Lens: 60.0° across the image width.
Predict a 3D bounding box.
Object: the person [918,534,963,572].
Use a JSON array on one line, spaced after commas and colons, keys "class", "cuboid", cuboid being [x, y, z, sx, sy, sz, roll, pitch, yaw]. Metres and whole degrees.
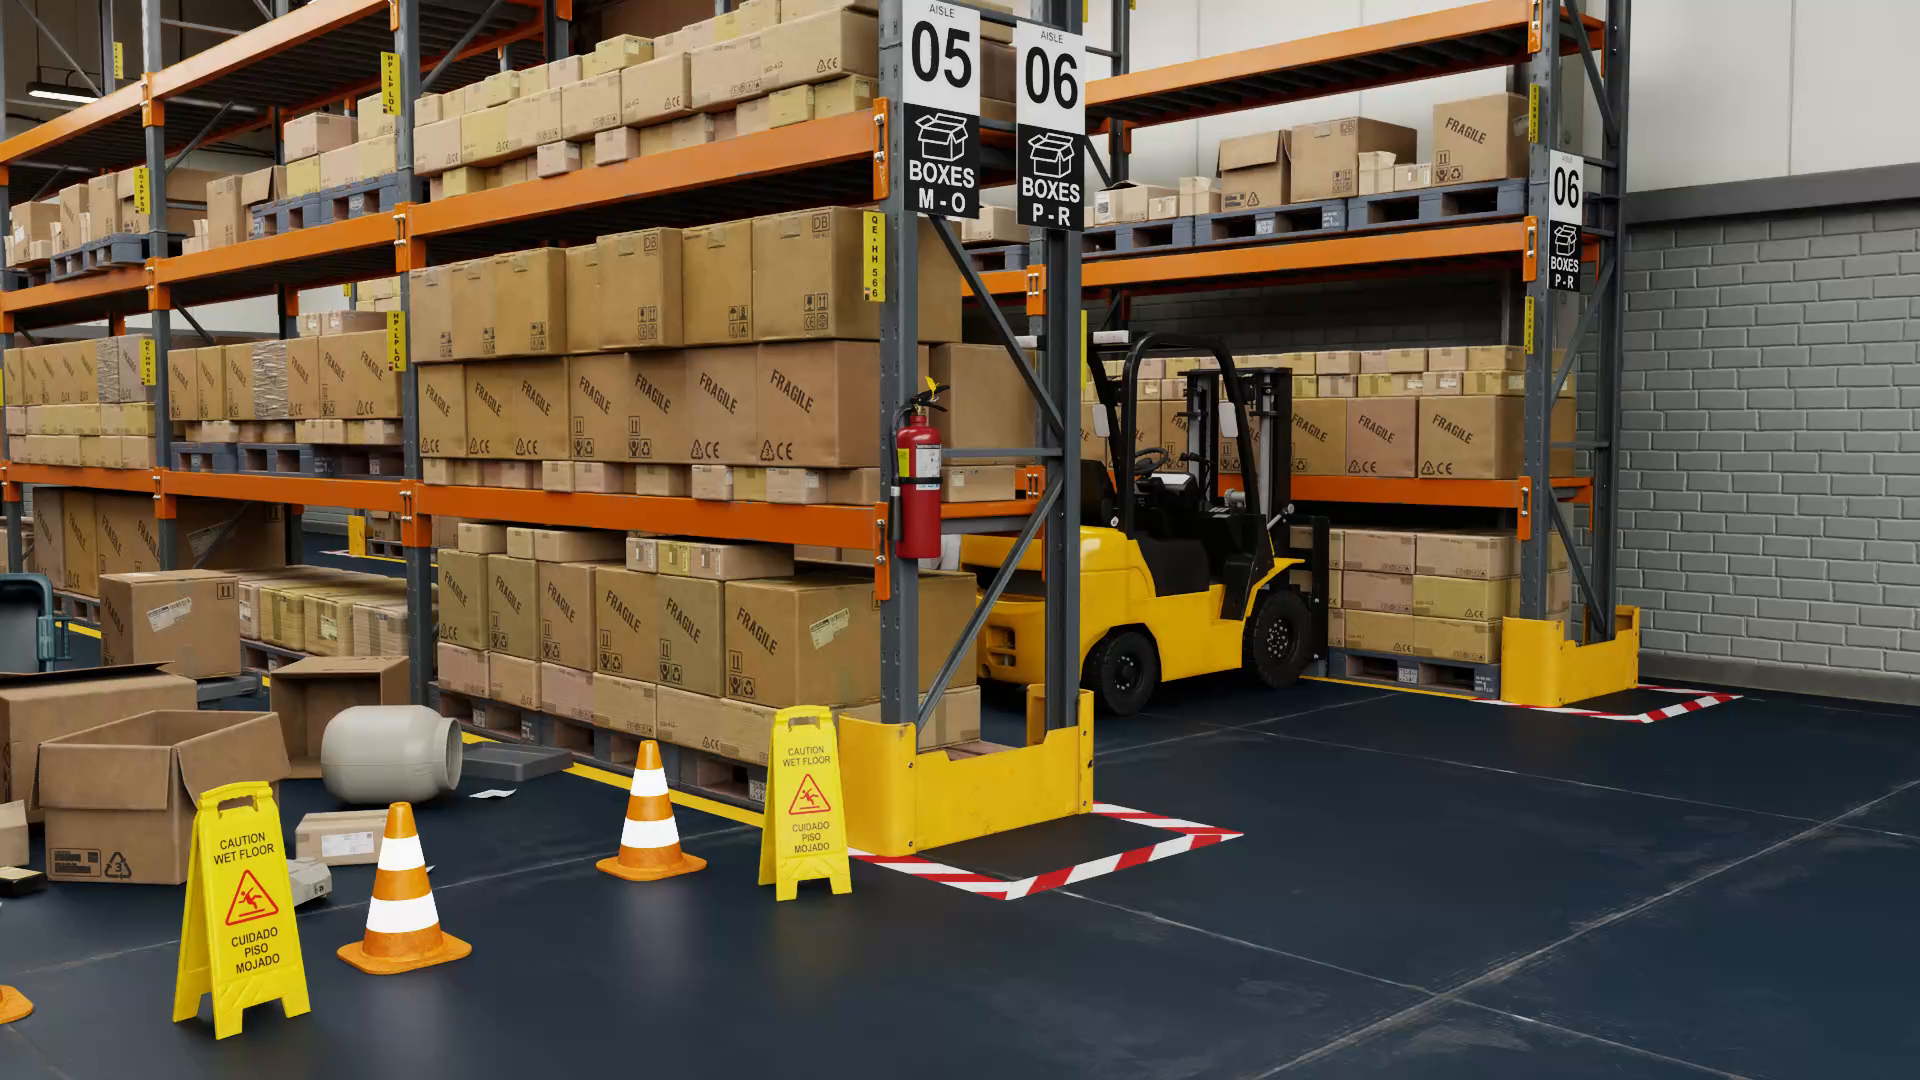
[{"class": "person", "cuboid": [-0.260, -0.001, 11.906, 0.615, 1.634, 0.531, -2, 5, -33]}]
